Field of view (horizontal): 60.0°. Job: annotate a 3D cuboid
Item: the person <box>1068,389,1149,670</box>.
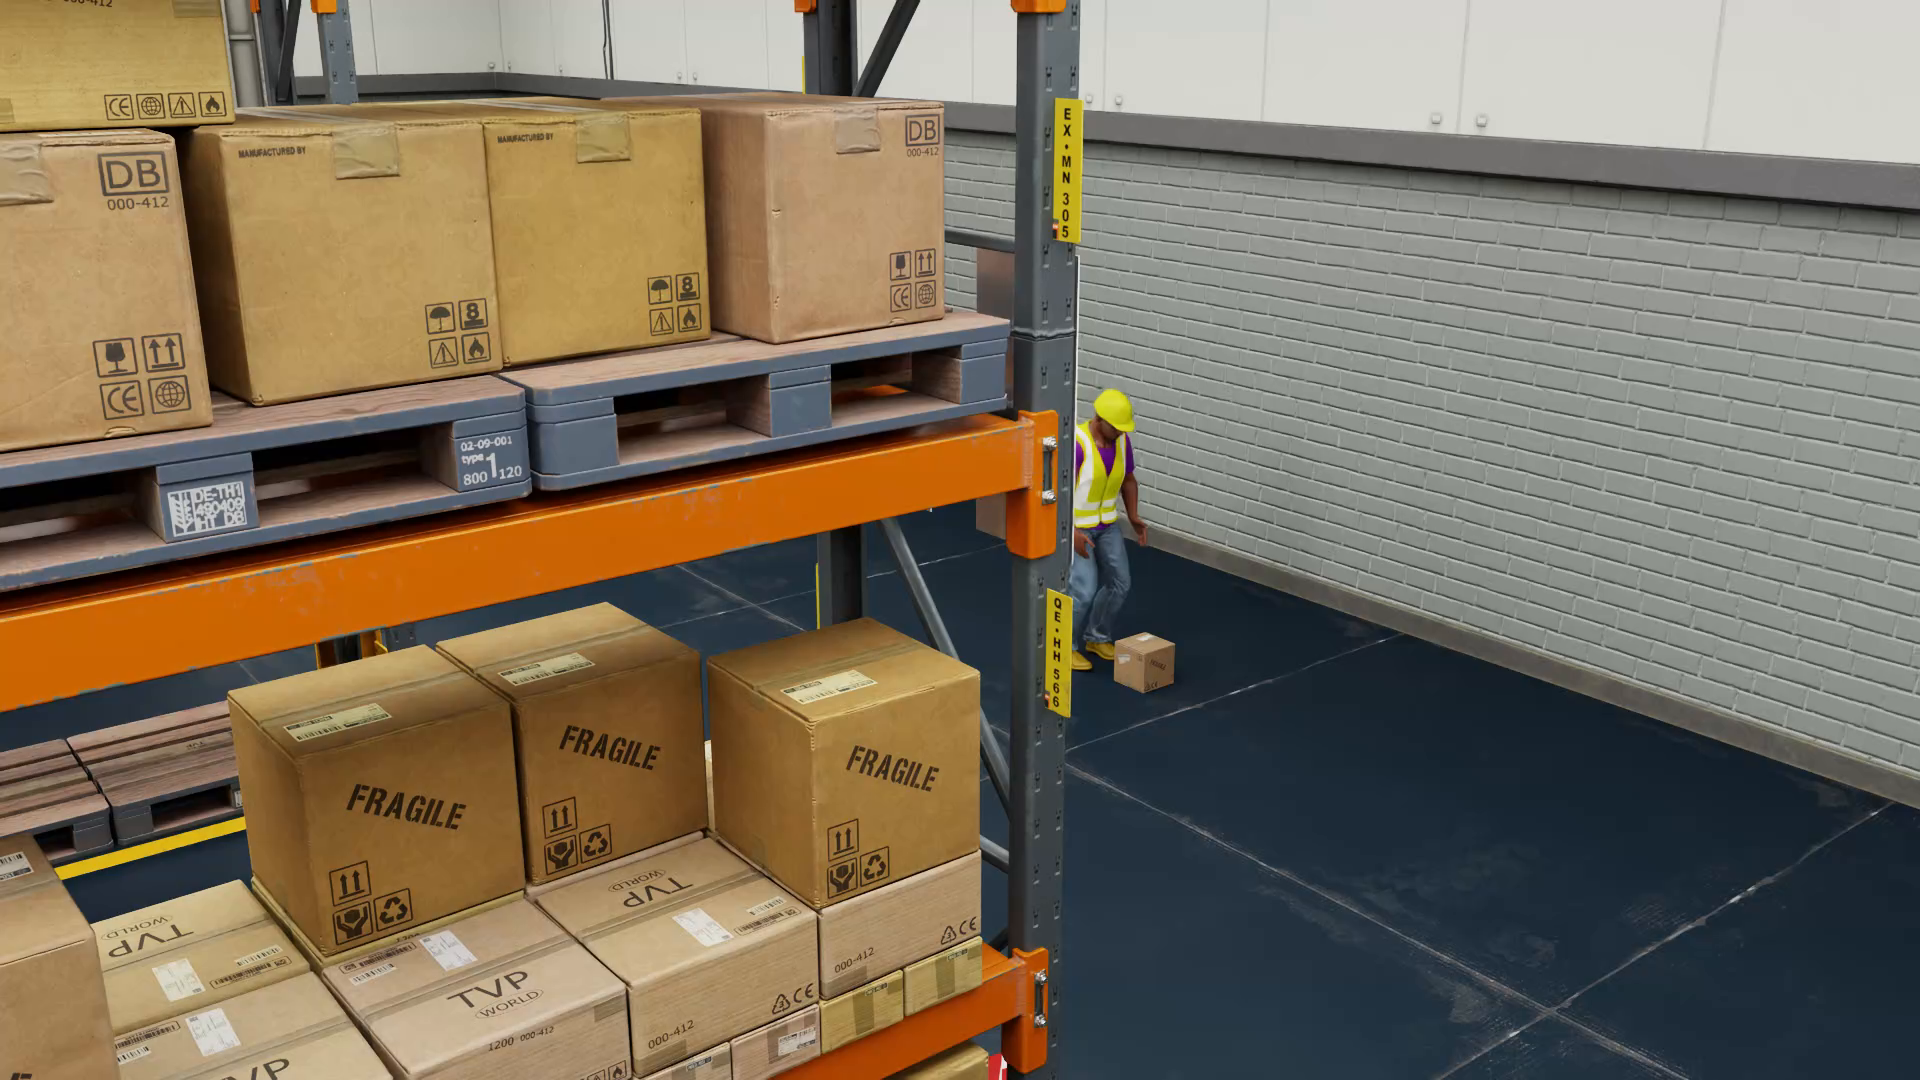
[{"bbox_3d":[0.816,-0.083,9.892,0.599,1.695,0.491,-13,22,-35],"label":"person"}]
